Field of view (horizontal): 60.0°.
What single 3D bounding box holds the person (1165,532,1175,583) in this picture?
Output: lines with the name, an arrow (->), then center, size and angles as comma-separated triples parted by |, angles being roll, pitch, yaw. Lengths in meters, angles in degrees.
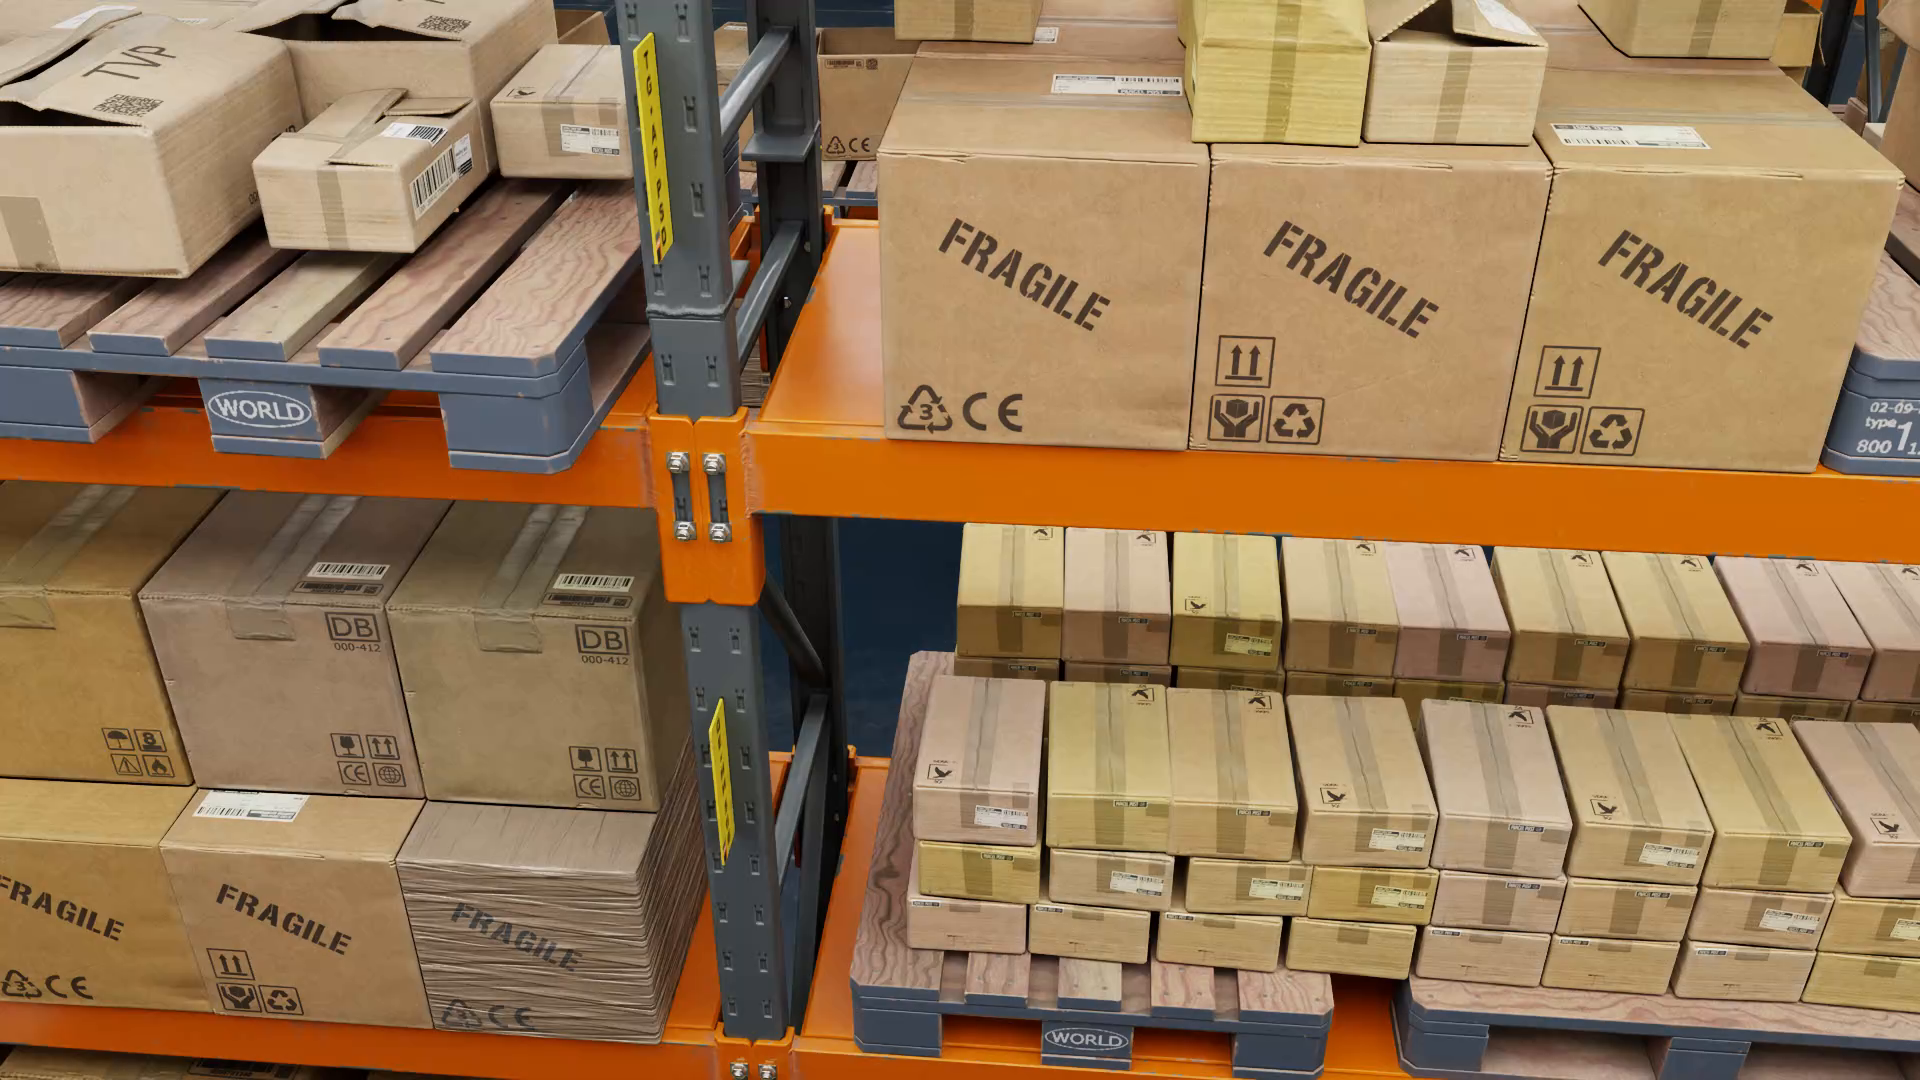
person -> 0.855, -0.485, 6.940 | 0.425, 1.773, 0.653 | 1, 32, 1
